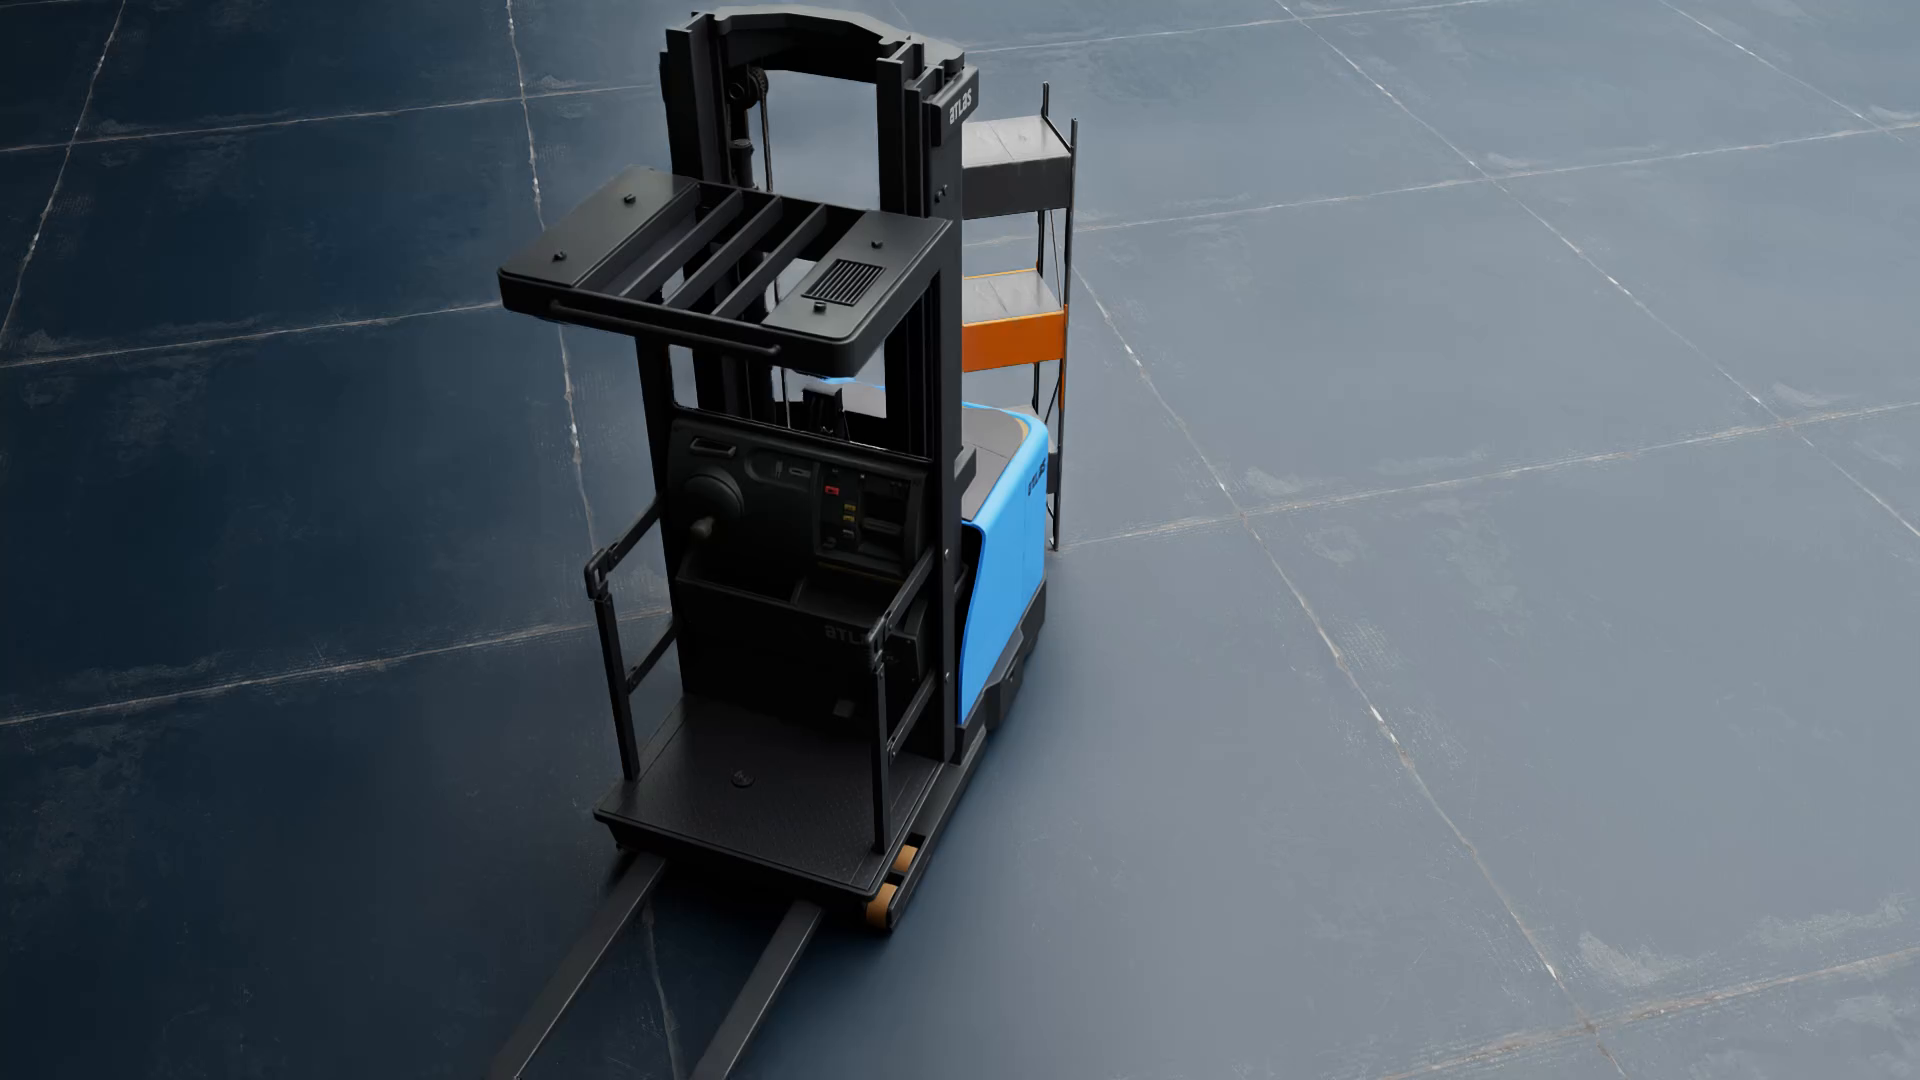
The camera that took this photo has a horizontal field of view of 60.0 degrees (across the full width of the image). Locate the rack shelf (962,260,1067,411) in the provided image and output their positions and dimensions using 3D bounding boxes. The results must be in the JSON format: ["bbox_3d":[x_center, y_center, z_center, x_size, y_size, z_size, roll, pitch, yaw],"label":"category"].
[{"bbox_3d":[0.160,-0.849,7.155,0.480,0.518,0.431,-9,38,-12],"label":"rack shelf"}]

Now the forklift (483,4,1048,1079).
[{"bbox_3d":[-0.634,-0.067,5.425,1.130,2.935,3.031,13,39,17],"label":"forklift"}]

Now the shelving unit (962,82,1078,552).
[{"bbox_3d":[0.160,-0.860,7.146,0.503,2.100,0.431,-9,38,-12],"label":"shelving unit"}]

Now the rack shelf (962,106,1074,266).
[{"bbox_3d":[0.160,-1.405,6.729,0.480,0.518,0.431,-9,38,-12],"label":"rack shelf"}]

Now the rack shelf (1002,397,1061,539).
[{"bbox_3d":[0.160,-0.293,7.580,0.480,0.518,0.431,-9,38,-12],"label":"rack shelf"}]

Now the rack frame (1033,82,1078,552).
[{"bbox_3d":[0.395,-0.899,7.197,0.015,2.100,0.400,-9,38,-12],"label":"rack frame"}]
